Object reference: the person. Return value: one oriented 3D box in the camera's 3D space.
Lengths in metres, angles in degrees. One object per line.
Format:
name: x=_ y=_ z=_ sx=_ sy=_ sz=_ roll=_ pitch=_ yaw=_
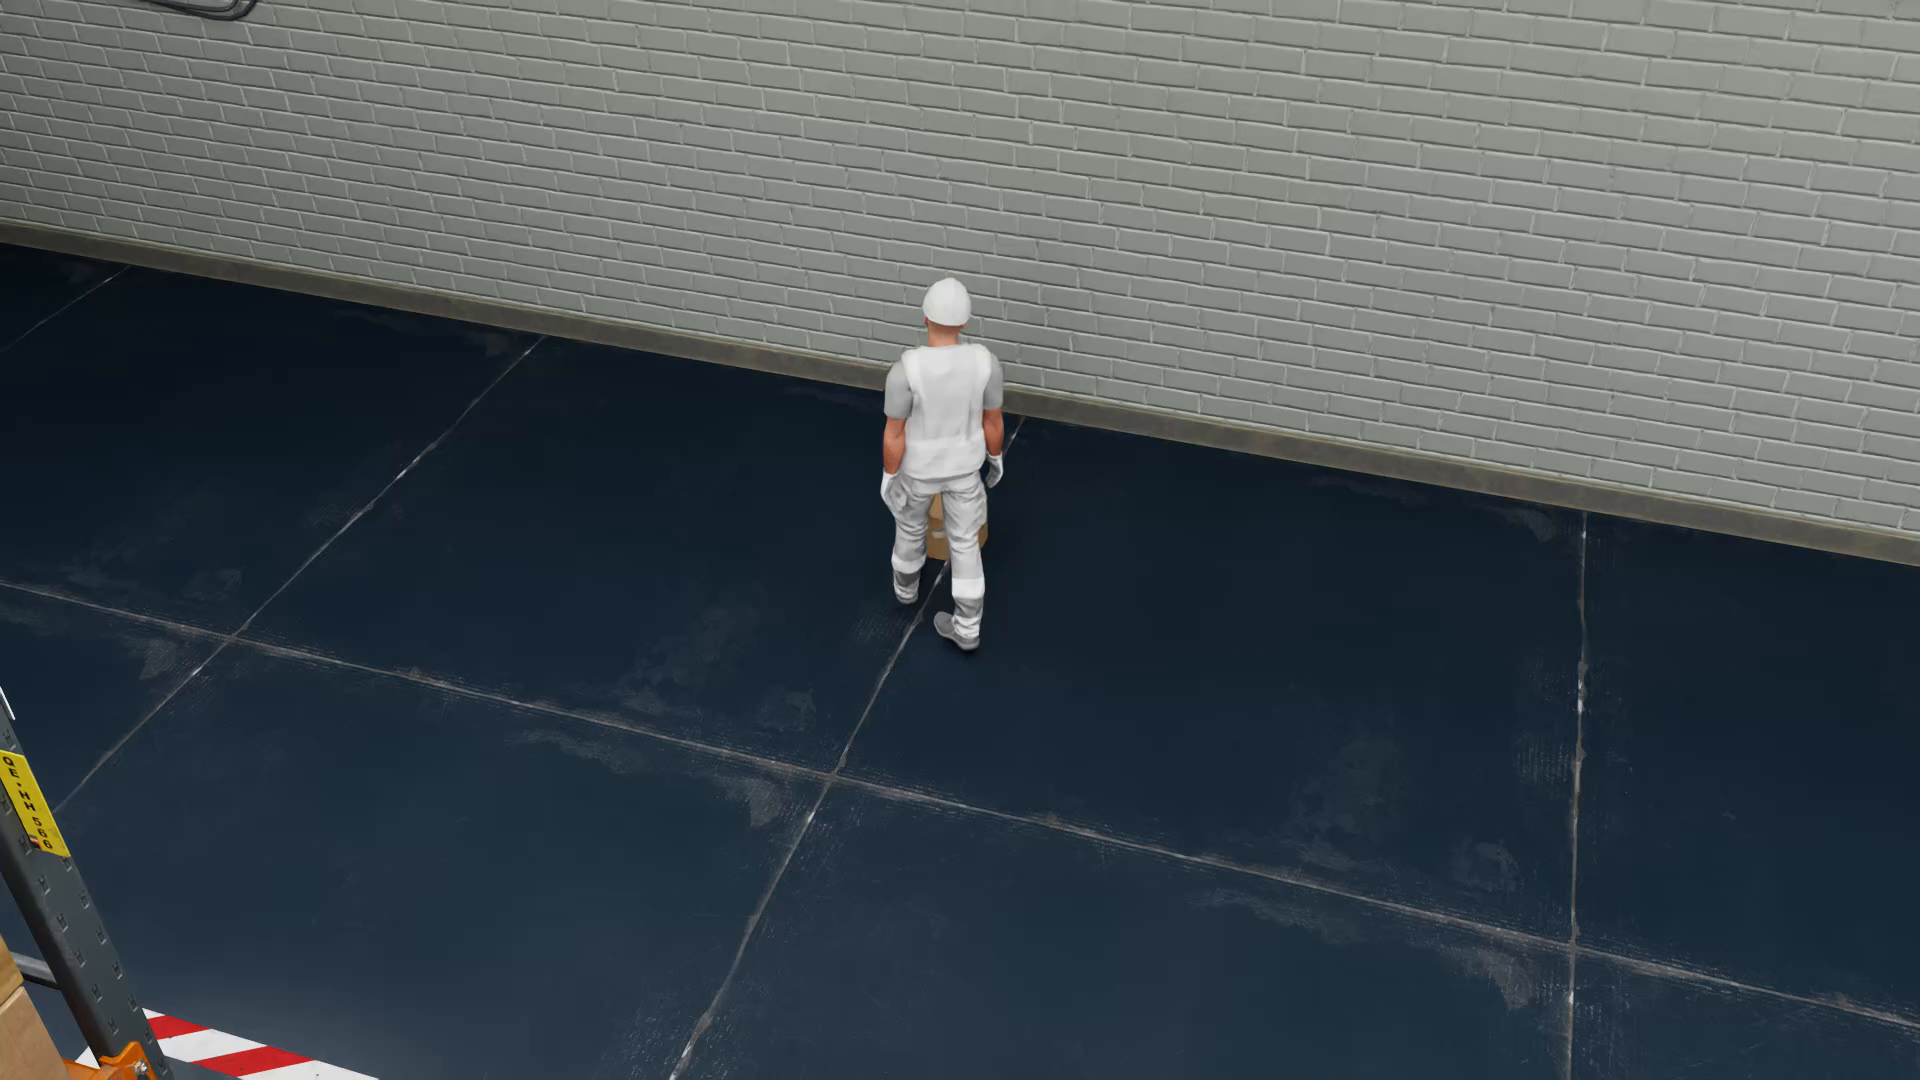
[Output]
person: x=-0.098 y=-0.380 z=7.377 sx=0.568 sy=1.783 sz=0.708 roll=-7 pitch=37 yaw=-9
